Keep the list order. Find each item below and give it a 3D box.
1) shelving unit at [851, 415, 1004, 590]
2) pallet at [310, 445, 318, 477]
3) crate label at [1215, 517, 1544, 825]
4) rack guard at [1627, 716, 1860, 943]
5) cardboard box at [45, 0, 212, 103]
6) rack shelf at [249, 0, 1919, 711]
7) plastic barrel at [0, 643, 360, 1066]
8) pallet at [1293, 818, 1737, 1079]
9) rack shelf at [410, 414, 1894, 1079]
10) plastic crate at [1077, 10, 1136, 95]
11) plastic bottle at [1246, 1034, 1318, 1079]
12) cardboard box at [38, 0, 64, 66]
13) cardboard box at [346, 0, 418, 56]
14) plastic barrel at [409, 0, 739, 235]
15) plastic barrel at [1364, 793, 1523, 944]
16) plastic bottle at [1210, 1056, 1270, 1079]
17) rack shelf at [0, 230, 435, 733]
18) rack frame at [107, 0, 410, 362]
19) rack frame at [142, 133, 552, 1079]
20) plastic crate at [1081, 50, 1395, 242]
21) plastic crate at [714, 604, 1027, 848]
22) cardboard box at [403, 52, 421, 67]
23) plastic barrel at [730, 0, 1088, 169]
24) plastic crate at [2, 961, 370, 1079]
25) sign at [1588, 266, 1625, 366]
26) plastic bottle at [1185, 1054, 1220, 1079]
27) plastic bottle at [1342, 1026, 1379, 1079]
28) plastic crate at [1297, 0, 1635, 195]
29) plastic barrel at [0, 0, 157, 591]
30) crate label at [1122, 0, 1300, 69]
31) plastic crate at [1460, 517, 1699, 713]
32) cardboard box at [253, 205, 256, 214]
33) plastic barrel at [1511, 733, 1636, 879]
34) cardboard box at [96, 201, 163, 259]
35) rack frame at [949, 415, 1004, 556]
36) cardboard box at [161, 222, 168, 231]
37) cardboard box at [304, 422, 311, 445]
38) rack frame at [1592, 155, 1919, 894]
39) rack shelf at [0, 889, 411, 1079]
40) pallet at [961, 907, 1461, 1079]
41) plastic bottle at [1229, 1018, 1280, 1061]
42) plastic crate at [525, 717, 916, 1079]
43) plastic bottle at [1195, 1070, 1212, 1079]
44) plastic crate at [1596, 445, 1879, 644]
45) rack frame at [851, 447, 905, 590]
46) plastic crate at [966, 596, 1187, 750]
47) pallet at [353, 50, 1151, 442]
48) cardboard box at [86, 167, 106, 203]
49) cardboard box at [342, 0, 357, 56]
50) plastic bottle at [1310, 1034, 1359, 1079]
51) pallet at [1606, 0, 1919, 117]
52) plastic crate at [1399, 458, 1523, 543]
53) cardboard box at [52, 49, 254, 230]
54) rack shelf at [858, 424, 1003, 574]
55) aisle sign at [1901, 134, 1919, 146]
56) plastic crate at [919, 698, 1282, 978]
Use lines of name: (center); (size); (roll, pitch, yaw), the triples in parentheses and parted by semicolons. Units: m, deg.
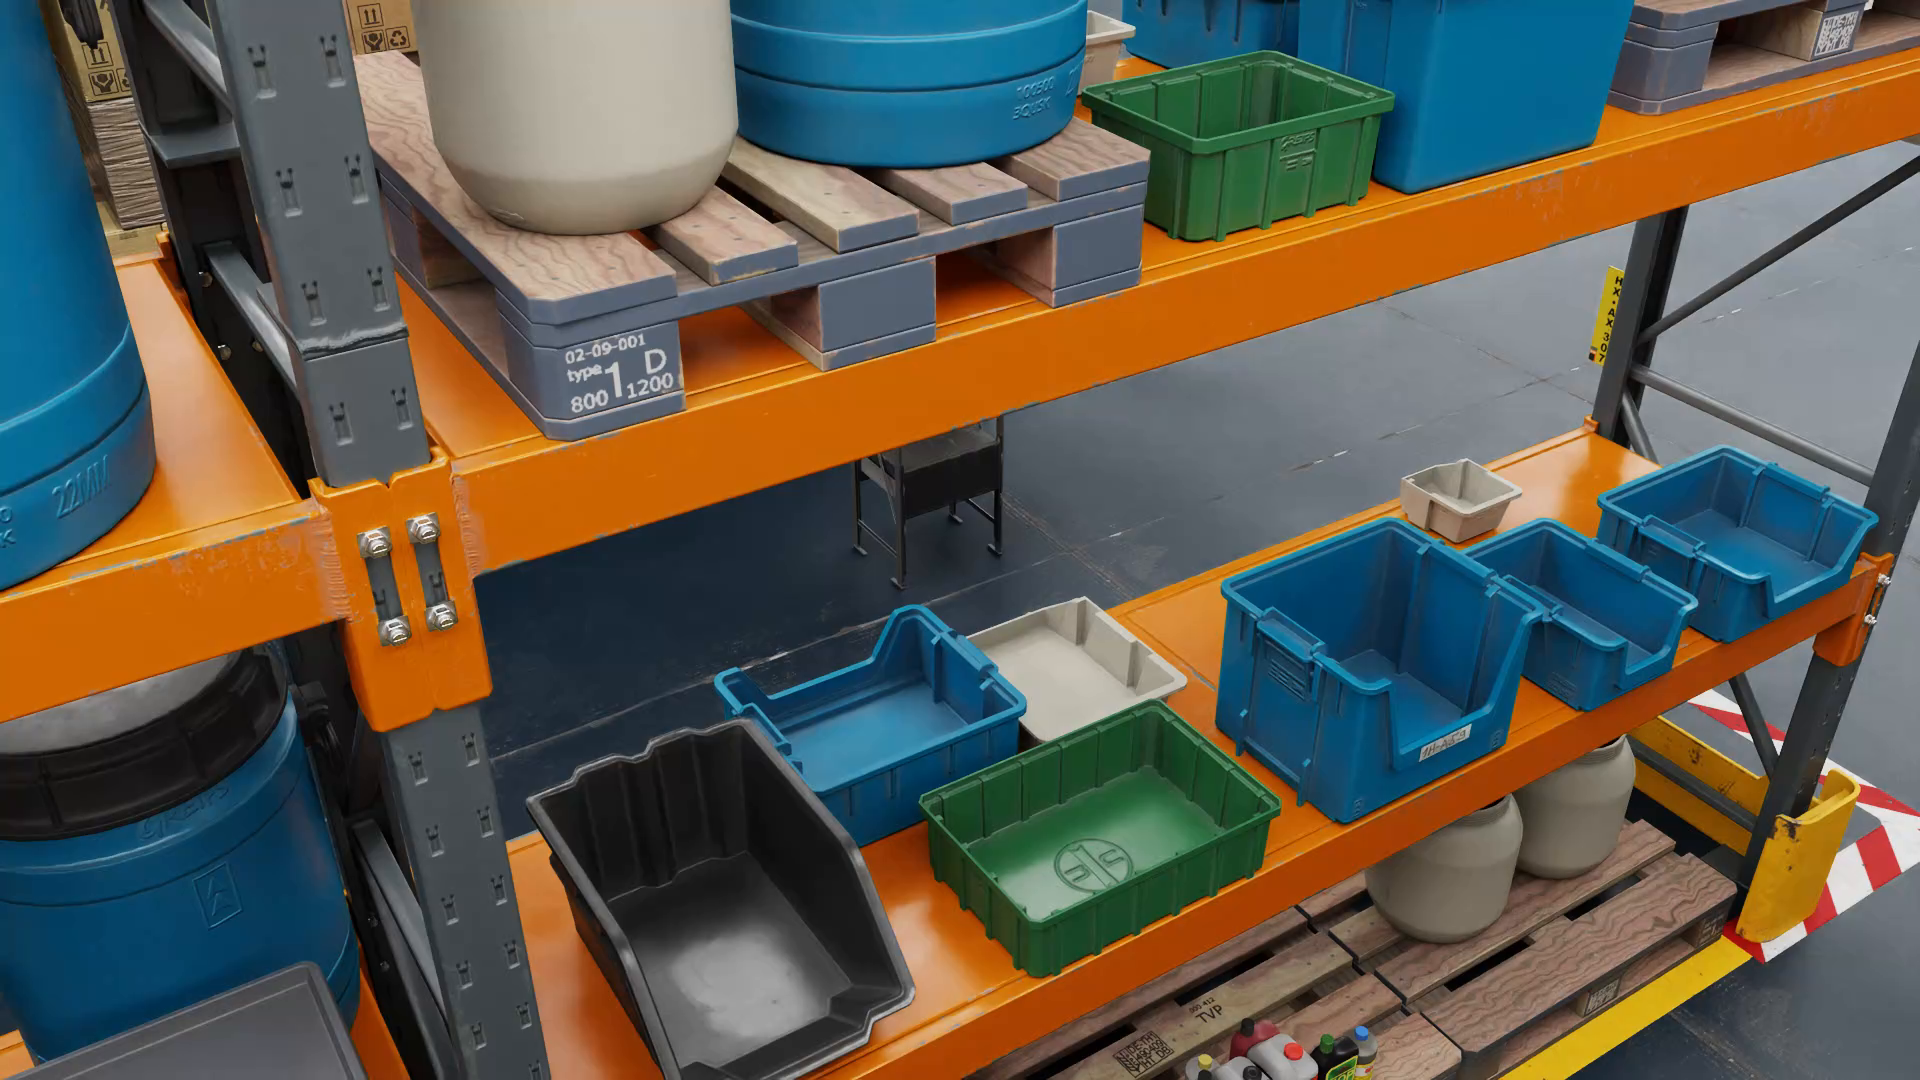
shelving unit: (-0.139, -0.840, 6.614); (0.503, 2.100, 0.431); (-19, 37, -27)
pallet: (-3.130, -0.436, 7.743); (1.213, 0.211, 1.003); (-19, 37, -27)
crate label: (0.970, 0.298, 3.933); (0.616, 0.435, 0.502); (-19, 37, -27)
rack guard: (2.332, 0.760, 5.576); (0.348, 0.500, 1.175); (-19, 37, -27)
cardboard box: (-3.160, -2.012, 6.318); (0.500, 0.500, 0.500); (-19, 37, -27)
rack shelf: (0.689, -0.726, 3.453); (4.000, 0.370, 1.077); (-19, 37, -27)
plastic barrel: (-1.481, 0.580, 3.049); (0.708, 0.901, 0.600); (-19, 37, -27)
pallet: (1.646, 1.115, 5.285); (1.213, 0.211, 1.003); (-19, 37, -27)
rack shelf: (0.689, 0.542, 4.253); (4.000, 0.370, 1.077); (-19, 37, -27)
plastic crate: (0.138, -0.986, 3.438); (0.396, 0.136, 0.243); (-19, 37, -27)
plastic bottle: (0.837, 1.414, 4.338); (0.135, 0.276, 0.152); (-19, 37, -27)
cardboard box: (-3.446, -2.249, 6.695); (0.500, 0.500, 0.500); (-19, 37, -27)
cardboard box: (-2.320, -2.302, 6.777); (0.500, 0.500, 0.500); (-19, 37, -27)
plastic barrel: (-0.524, -0.714, 2.260); (0.421, 0.512, 0.421); (0, 32, 0)
plastic barrel: (1.437, 0.904, 4.944); (0.421, 0.512, 0.421); (0, 32, 0)
plastic bottle: (0.721, 1.454, 4.274); (0.135, 0.276, 0.152); (-20, 37, -29)
rack shelf: (-2.673, 0.430, 1.620); (4.000, 0.370, 1.077); (-19, 37, -27)
rack frame: (-0.992, -1.721, 1.544); (0.127, 3.000, 1.000); (-19, 37, -27)
rack frame: (-0.992, 0.816, 3.145); (0.127, 3.000, 1.000); (-19, 37, -27)
plastic crate: (0.482, -0.697, 2.931); (0.450, 0.188, 0.336); (-19, 37, -27)
plastic crate: (-0.209, 0.437, 3.885); (0.616, 0.251, 0.499); (-19, 37, -27)
cardboard box: (-2.459, -1.994, 7.227); (0.500, 0.500, 0.875); (-19, 37, -27)
plastic barrel: (-0.097, -1.082, 2.479); (0.708, 0.901, 0.600); (-19, 37, -27)
plastic crate: (-1.233, 1.066, 2.688); (0.583, 0.464, 0.402); (-19, 37, -27)
sign: (2.076, -0.705, 5.297); (0.005, 0.325, 0.100); (-19, 37, -27)
plastic bottle: (0.637, 1.435, 4.374); (0.097, 0.201, 0.097); (0, 32, 0)
plastic bottle: (1.064, 1.385, 4.454); (0.097, 0.201, 0.097); (0, 32, 0)
plastic crate: (0.930, -0.916, 3.094); (0.575, 0.384, 0.392); (-19, 37, -27)
plastic barrel: (-1.302, -0.420, 1.823); (0.708, 0.901, 0.600); (-19, 37, -27)
crate label: (0.618, -1.153, 3.594); (0.408, 0.251, 0.502); (-19, 37, -27)
plastic crate: (1.562, 0.187, 4.282); (0.408, 0.251, 0.499); (-19, 37, -27)
cardboard box: (-2.920, -1.377, 6.857); (0.250, 0.149, 0.380); (-19, 37, -27)
plastic barrel: (1.858, 0.759, 5.174); (0.421, 0.512, 0.421); (0, 32, 0)
cardboard box: (-3.332, -1.226, 6.618); (0.250, 0.149, 0.380); (-19, 37, -27)
rack frame: (0.066, -0.911, 6.726); (0.015, 2.100, 0.400); (-19, 37, -27)
cardboard box: (-3.115, -1.292, 6.723); (0.250, 0.149, 0.380); (-19, 37, -27)
cardboard box: (-2.840, -0.792, 7.643); (0.500, 0.500, 0.500); (-8, 33, -12)
rack frame: (2.370, -0.340, 4.978); (0.127, 3.000, 1.000); (-19, 37, -27)
rack shelf: (-2.673, 1.698, 2.420); (4.000, 0.370, 1.077); (-19, 37, -27)
pallet: (0.621, 1.465, 4.729); (1.213, 0.211, 1.003); (-19, 37, -27)
plastic bottle: (0.779, 1.363, 4.411); (0.133, 0.283, 0.061); (-19, 37, -27)
plastic crate: (-0.483, 0.748, 3.311); (0.504, 0.338, 0.767); (-19, 37, -27)
plastic bottle: (0.584, 1.472, 4.176); (0.185, 0.351, 0.144); (-17, 36, -25)
plastic crate: (2.111, 0.002, 4.575); (0.616, 0.251, 0.499); (-19, 37, -27)
rack frame: (-0.344, -0.770, 6.502); (0.015, 2.100, 0.400); (-19, 37, -27)
plastic crate: (0.236, 0.345, 4.139); (0.437, 0.136, 0.530); (-19, 37, -27)
pallet: (-0.439, -0.625, 2.795); (1.003, 0.211, 1.213); (-19, 37, -27)
cardboard box: (-3.654, -1.493, 7.040); (0.250, 0.149, 0.380); (-19, 37, -27)
cardboard box: (-2.740, -2.157, 6.549); (0.500, 0.500, 0.500); (-19, 37, -27)
plastic bottle: (0.976, 1.392, 4.365); (0.133, 0.283, 0.061); (-18, 36, -26)
pallet: (1.622, -1.334, 3.918); (1.213, 0.211, 1.003); (-19, 37, -27)
plastic crate: (1.443, -0.114, 4.867); (0.250, 0.136, 0.298); (-19, 37, -27)
cardboard box: (-3.264, -1.675, 6.722); (0.500, 0.500, 0.875); (-19, 37, -27)
rack shelf: (-0.139, -0.237, 6.995); (0.480, 0.518, 0.431); (-19, 37, -27)
aisle sign: (2.591, -1.327, 4.106); (0.004, 0.787, 0.394); (-19, 37, -27)
plastic crate: (0.302, 0.640, 3.623); (0.662, 0.188, 0.450); (-19, 37, -27)
